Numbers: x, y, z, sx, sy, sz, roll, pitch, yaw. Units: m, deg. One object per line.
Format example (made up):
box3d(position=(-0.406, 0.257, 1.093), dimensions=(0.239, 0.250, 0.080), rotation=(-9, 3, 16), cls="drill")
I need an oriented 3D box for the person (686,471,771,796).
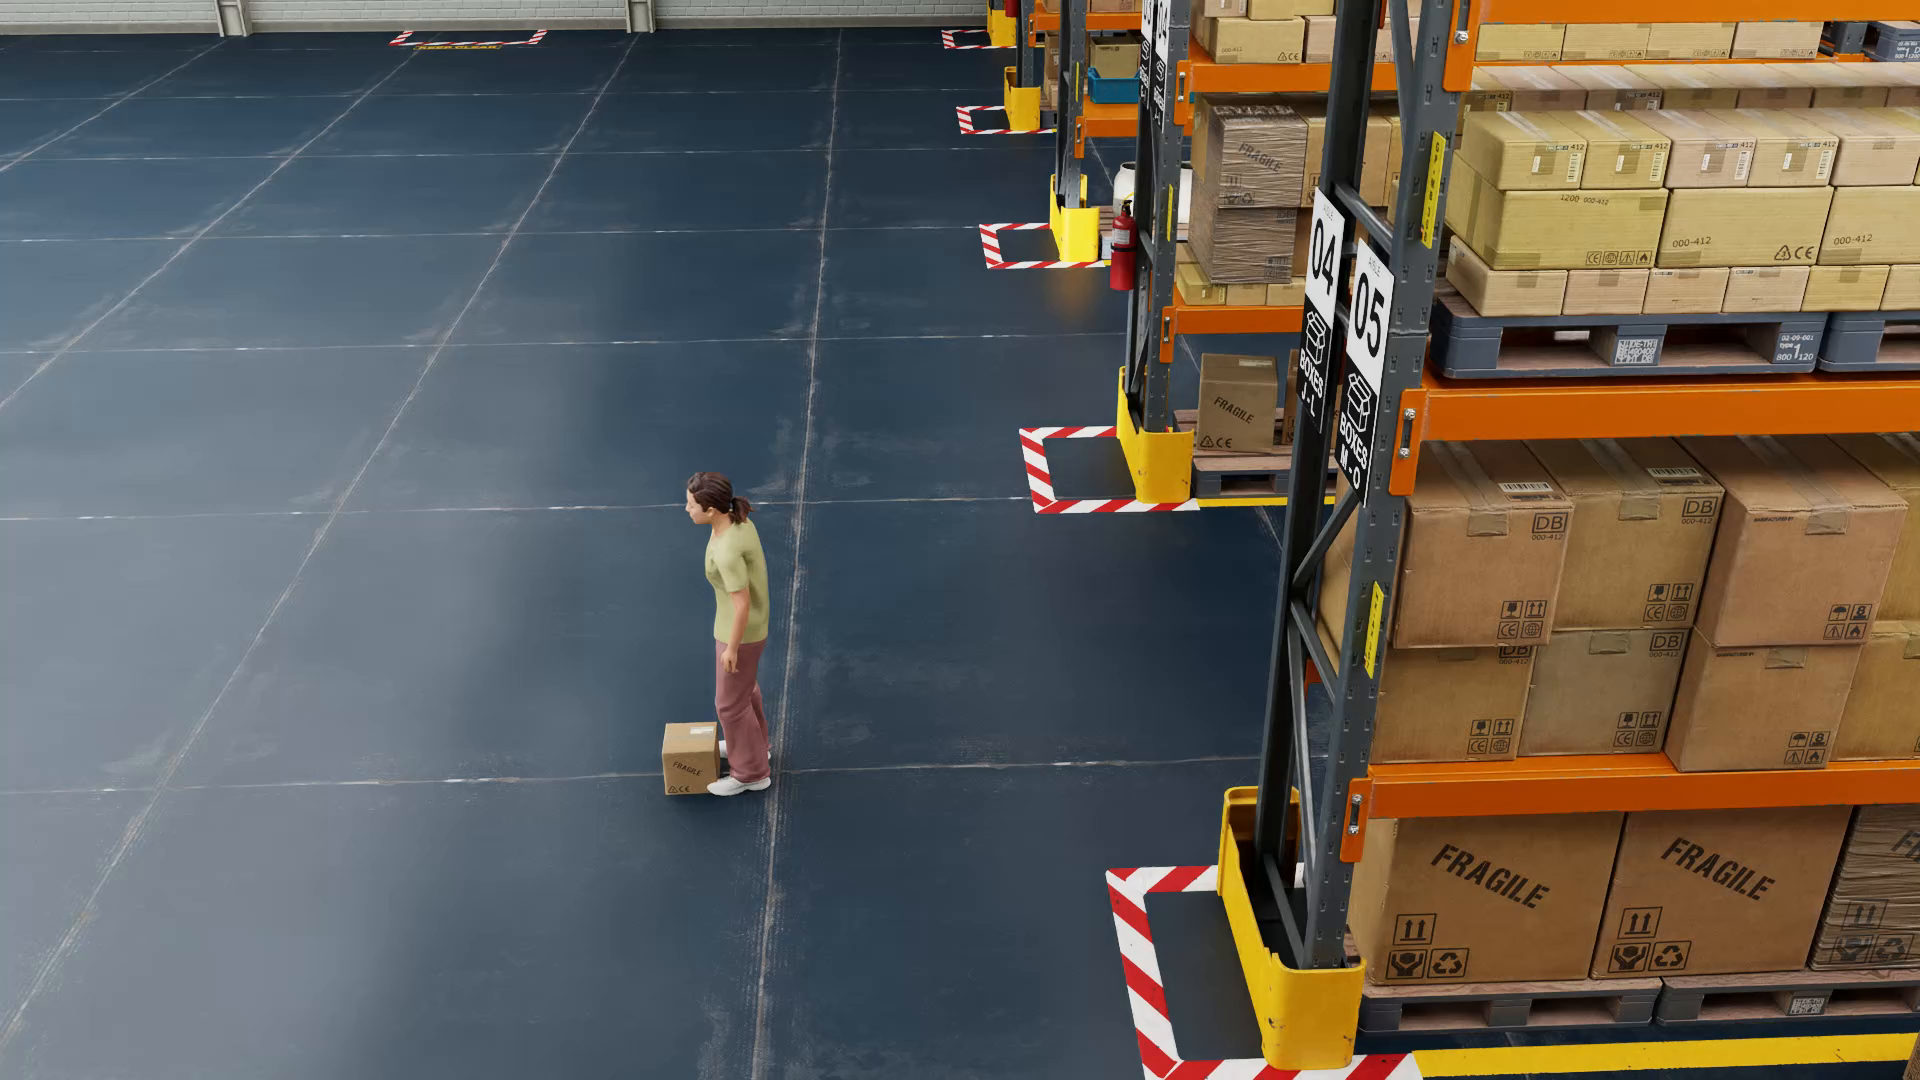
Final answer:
box3d(position=(-1.062, 0.427, 7.807), dimensions=(0.351, 1.672, 0.505), rotation=(-2, 28, -3), cls="person")
